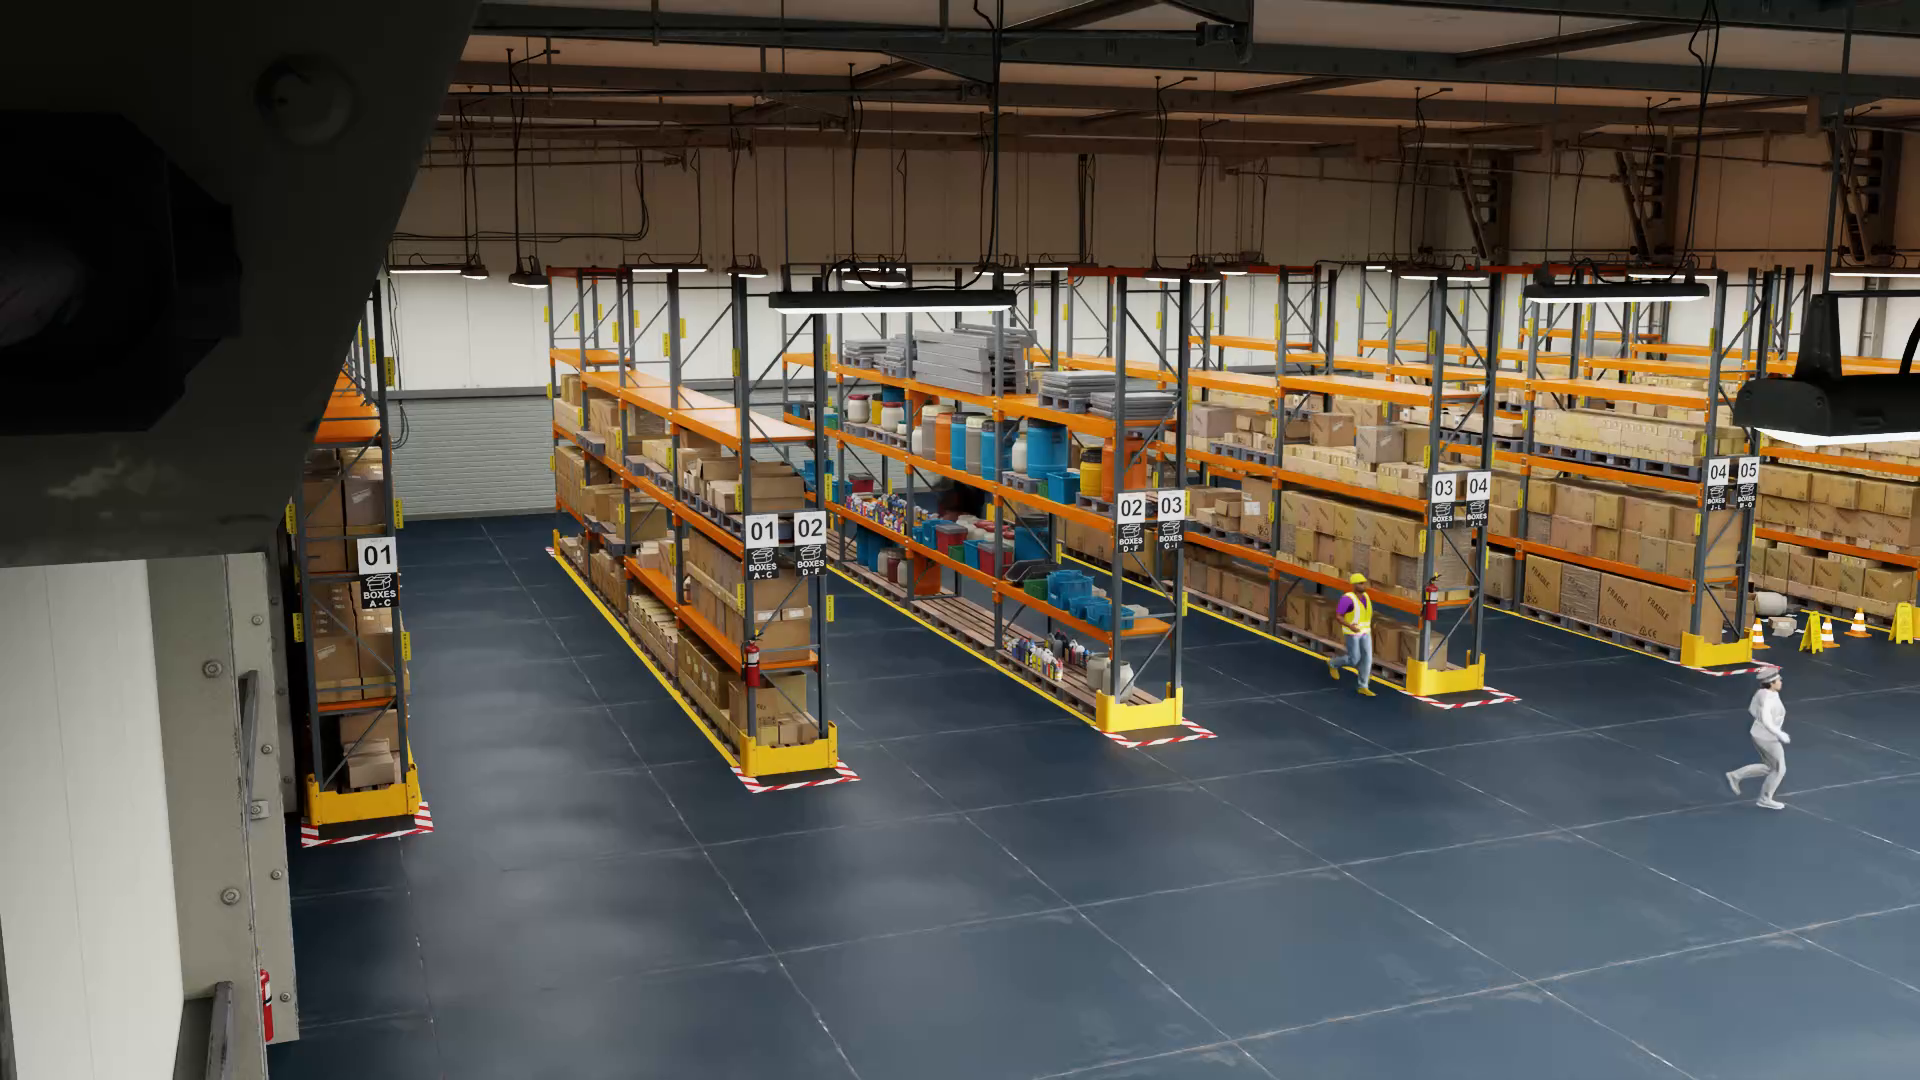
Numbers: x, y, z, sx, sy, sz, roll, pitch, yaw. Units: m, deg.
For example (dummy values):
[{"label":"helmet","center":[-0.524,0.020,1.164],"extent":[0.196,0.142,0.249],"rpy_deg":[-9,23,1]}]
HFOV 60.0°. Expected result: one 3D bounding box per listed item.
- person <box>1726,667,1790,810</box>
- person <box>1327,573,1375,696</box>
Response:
[{"label":"person","center":[9.133,2.250,18.969],"extent":[0.623,1.652,0.642],"rpy_deg":[2,10,10]},{"label":"person","center":[5.696,1.339,23.993],"extent":[0.697,1.751,0.868],"rpy_deg":[-6,12,-31]}]
